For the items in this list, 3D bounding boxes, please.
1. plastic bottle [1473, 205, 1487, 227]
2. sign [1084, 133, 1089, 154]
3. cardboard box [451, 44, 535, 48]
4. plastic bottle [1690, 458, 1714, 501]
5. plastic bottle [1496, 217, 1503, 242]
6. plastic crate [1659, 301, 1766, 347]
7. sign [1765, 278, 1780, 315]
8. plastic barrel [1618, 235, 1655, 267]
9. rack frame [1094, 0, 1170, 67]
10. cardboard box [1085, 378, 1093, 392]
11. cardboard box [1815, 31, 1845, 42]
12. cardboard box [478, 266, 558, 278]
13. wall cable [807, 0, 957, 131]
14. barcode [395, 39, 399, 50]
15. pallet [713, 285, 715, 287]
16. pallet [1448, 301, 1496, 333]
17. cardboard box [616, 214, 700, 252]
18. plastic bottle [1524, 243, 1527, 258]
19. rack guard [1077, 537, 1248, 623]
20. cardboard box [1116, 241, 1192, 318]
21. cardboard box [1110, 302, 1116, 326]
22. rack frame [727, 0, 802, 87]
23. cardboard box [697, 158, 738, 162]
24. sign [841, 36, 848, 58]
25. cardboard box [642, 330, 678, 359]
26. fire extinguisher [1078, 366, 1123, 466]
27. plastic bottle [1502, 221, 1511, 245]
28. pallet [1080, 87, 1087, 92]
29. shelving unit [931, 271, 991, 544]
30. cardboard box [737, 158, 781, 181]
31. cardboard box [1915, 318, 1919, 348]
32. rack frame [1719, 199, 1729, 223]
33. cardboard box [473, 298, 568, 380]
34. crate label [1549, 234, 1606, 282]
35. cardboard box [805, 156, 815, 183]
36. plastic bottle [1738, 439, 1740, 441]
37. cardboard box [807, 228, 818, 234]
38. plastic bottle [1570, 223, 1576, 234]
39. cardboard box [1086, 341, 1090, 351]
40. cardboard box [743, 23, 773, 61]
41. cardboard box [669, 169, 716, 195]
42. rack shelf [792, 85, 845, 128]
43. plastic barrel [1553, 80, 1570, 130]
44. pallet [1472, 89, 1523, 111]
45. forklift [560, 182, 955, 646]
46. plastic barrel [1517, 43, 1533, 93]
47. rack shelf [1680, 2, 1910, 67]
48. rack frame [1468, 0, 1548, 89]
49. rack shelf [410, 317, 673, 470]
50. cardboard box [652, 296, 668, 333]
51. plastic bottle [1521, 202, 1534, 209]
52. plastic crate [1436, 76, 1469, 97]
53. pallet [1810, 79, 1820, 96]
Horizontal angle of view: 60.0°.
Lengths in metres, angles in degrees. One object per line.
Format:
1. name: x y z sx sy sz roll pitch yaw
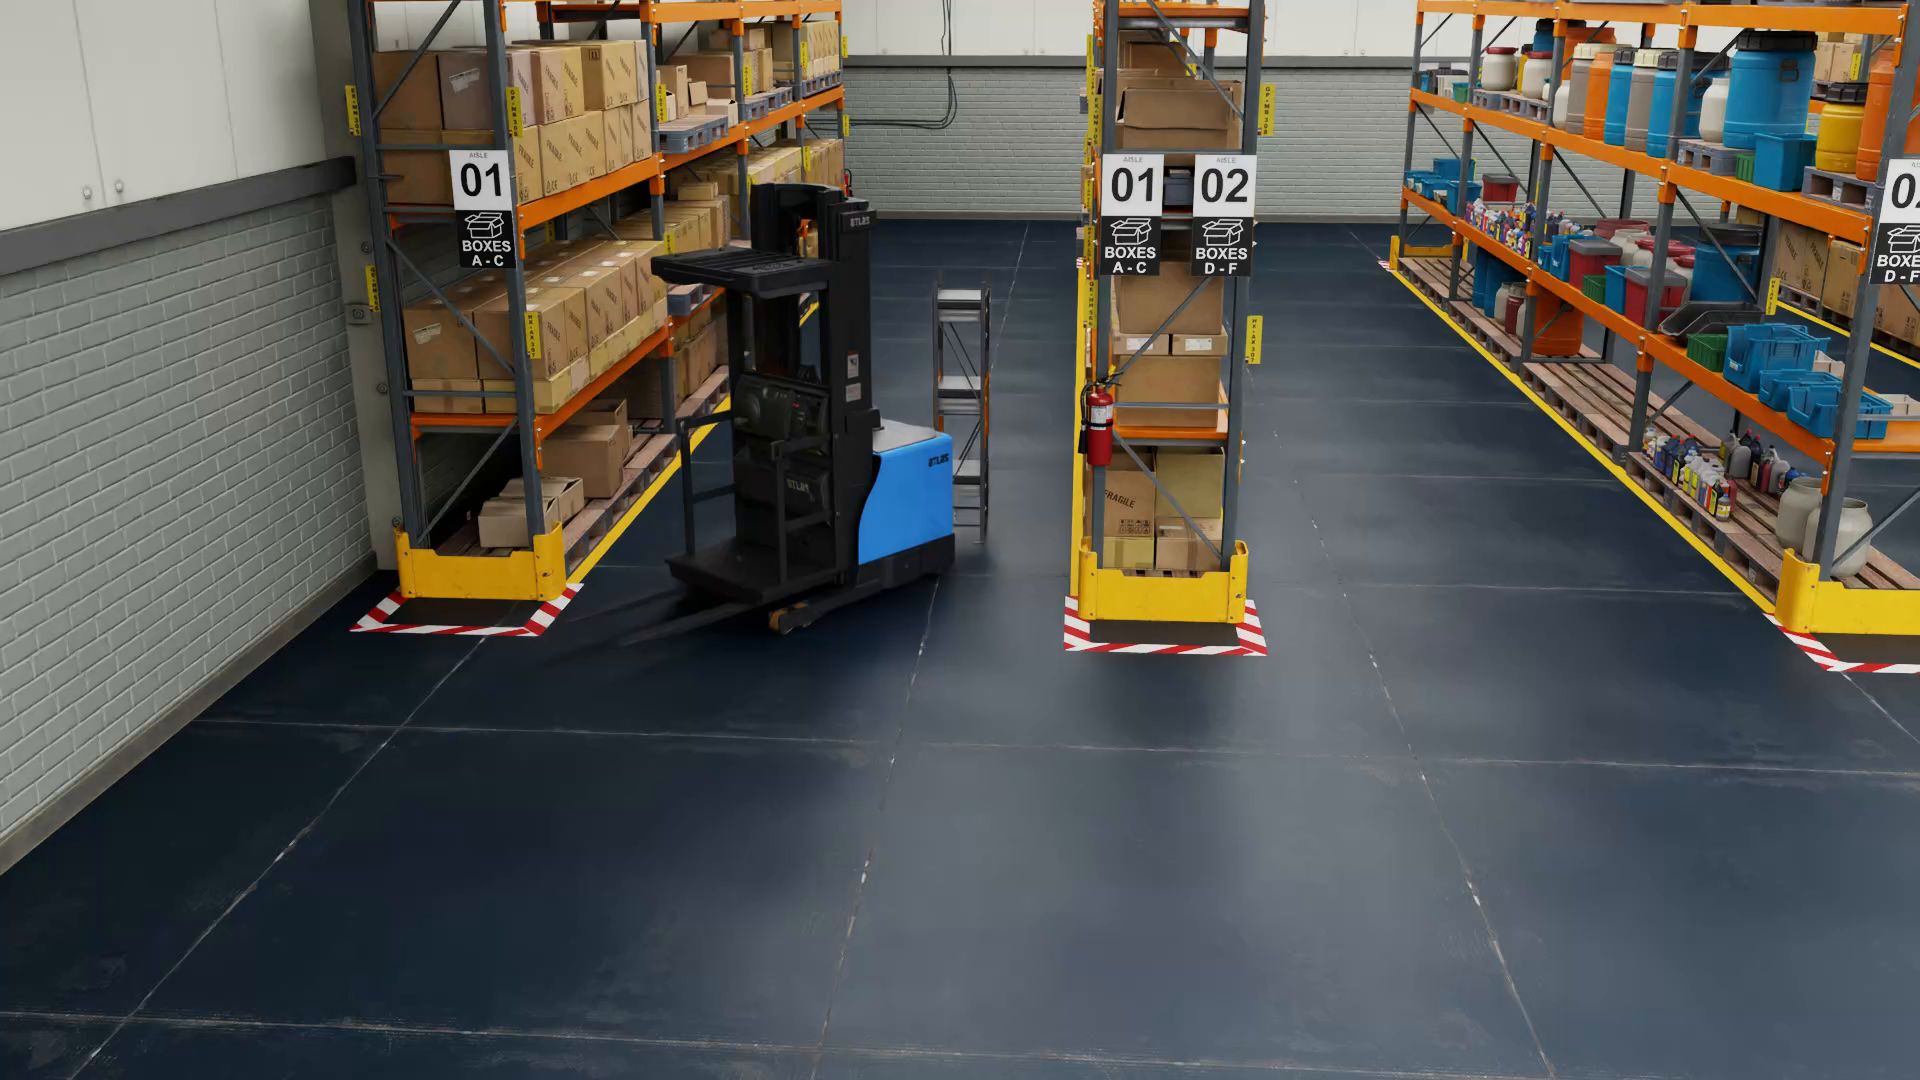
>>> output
1. plastic bottle: 6.788 -4.222 21.689 0.152 0.276 0.135 1 18 4
2. sign: 2.032 -6.307 26.463 0.100 0.325 0.005 1 18 4
3. cardboard box: -3.616 -3.599 12.975 0.500 0.500 0.500 1 18 4
4. plastic bottle: 6.124 -0.505 13.695 0.144 0.351 0.185 2 18 6
5. plastic bottle: 6.648 -3.821 20.453 0.061 0.283 0.133 1 18 4
6. plastic crate: 6.489 -1.856 14.368 0.767 0.338 0.504 1 18 4
7. sign: 7.201 -2.161 14.755 0.100 0.325 0.005 1 18 4
8. plastic barrel: 7.049 -2.885 17.231 0.421 0.512 0.421 0 18 0
9. rack frame: 2.287 -7.492 21.836 1.000 3.000 0.127 1 18 4
10. cardboard box: 1.340 -1.113 14.541 0.500 0.500 0.500 1 18 4
11. cardboard box: 12.299 -7.110 23.289 0.500 0.250 0.500 1 18 2
12. cardboard box: -3.578 -1.943 13.539 0.500 0.500 0.500 2 18 5
13. wall cable: -1.606 -9.117 31.781 3.097 2.526 0.112 1 18 4
14. barcode: -3.963 -3.489 11.705 0.001 0.075 0.075 1 18 4
15. pallet: -3.042 -2.801 17.463 1.003 0.211 1.213 1 18 4
16. pallet: 7.130 -2.966 22.135 1.003 0.211 1.213 1 18 4
17. cardboard box: -3.094 -3.058 17.073 0.700 0.500 0.500 4 19 11
18. plastic bottle: 6.570 -3.363 19.189 0.097 0.201 0.097 0 18 0
19. rack guard: 1.425 0.281 11.762 1.175 0.500 0.348 1 18 4
20. cardboard box: 1.509 -1.903 12.169 0.700 0.500 0.500 1 18 2
21. cardboard box: 1.338 -1.713 12.632 0.380 0.149 0.250 2 18 6
22. rack frame: -2.655 -7.601 22.170 1.000 3.000 0.127 1 18 4
23. cardboard box: -3.051 -4.688 21.038 0.500 0.250 0.500 1 18 3
24. sign: -1.828 -7.785 26.253 0.100 0.325 0.005 1 18 4
25. cardboard box: -3.164 -2.009 16.842 0.500 0.250 0.500 1 18 3
26. fire extinguisher: 0.955 -0.851 11.328 0.296 0.674 0.183 1 18 4
27. plastic bottle: 6.626 -3.722 20.152 0.061 0.283 0.133 1 18 4
28. pallet: 2.170 -5.776 21.719 1.213 0.211 1.003 1 18 4
29. shelving unit: 0.012 -1.049 13.253 0.431 2.100 0.503 1 18 4
30. cardboard box: -2.552 -4.679 21.012 0.500 0.250 0.500 1 18 3
31. cardboard box: 11.951 -2.580 19.218 1.225 0.875 0.875 0 18 1
32. rack frame: 12.454 -5.661 25.883 1.000 3.000 0.127 1 18 4
33. cardboard box: -3.181 -1.460 12.065 0.500 0.500 0.500 1 18 4
34. crate label: 6.599 -3.001 17.709 0.502 0.435 0.616 1 18 4
35. cardboard box: -2.599 -5.061 23.570 0.980 0.700 0.700 2 18 5
36. plastic bottle: 6.938 -0.804 14.848 0.097 0.201 0.097 0 18 0
37. cardboard box: -2.255 -4.565 24.836 0.380 0.149 0.250 1 18 2
38. plastic bottle: 7.396 -3.676 20.030 0.097 0.271 0.097 0 18 0
39. cardboard box: 1.565 -1.921 17.309 0.500 0.311 0.500 1 18 3
40. cardboard box: -2.837 -6.930 23.140 0.500 0.500 0.500 1 18 3
41. cardboard box: -3.167 -4.210 19.578 0.500 0.250 0.500 2 18 5
42. rack shelf: -2.511 -6.455 24.645 1.077 0.370 4.000 1 18 4
43. plastic barrel: 6.612 -4.676 17.880 0.421 0.512 0.421 0 18 0
44. pallet: 7.268 -5.620 21.242 1.213 0.211 1.003 1 18 4
45. forklift: -1.401 -0.922 11.531 1.130 2.935 3.031 16 24 40
46. plastic barrel: 7.364 -5.956 20.988 0.600 0.588 0.600 0 18 0
47. rack shelf: 6.510 -3.743 12.191 1.077 0.370 4.000 1 18 4
48. rack frame: 7.227 -7.380 21.495 1.000 3.000 0.127 1 18 4
49. rack shelf: -3.371 -1.303 13.738 1.077 0.370 4.000 1 18 4
50. cardboard box: -2.960 -2.050 15.072 0.500 0.250 0.500 1 18 4
51. plastic bottle: 7.521 -4.341 22.053 0.152 0.276 0.135 1 18 4
52. plastic crate: 7.047 -6.459 23.692 0.437 0.282 0.530 1 18 4
53. pallet: 12.326 -6.434 23.566 1.003 0.211 1.213 1 18 4
